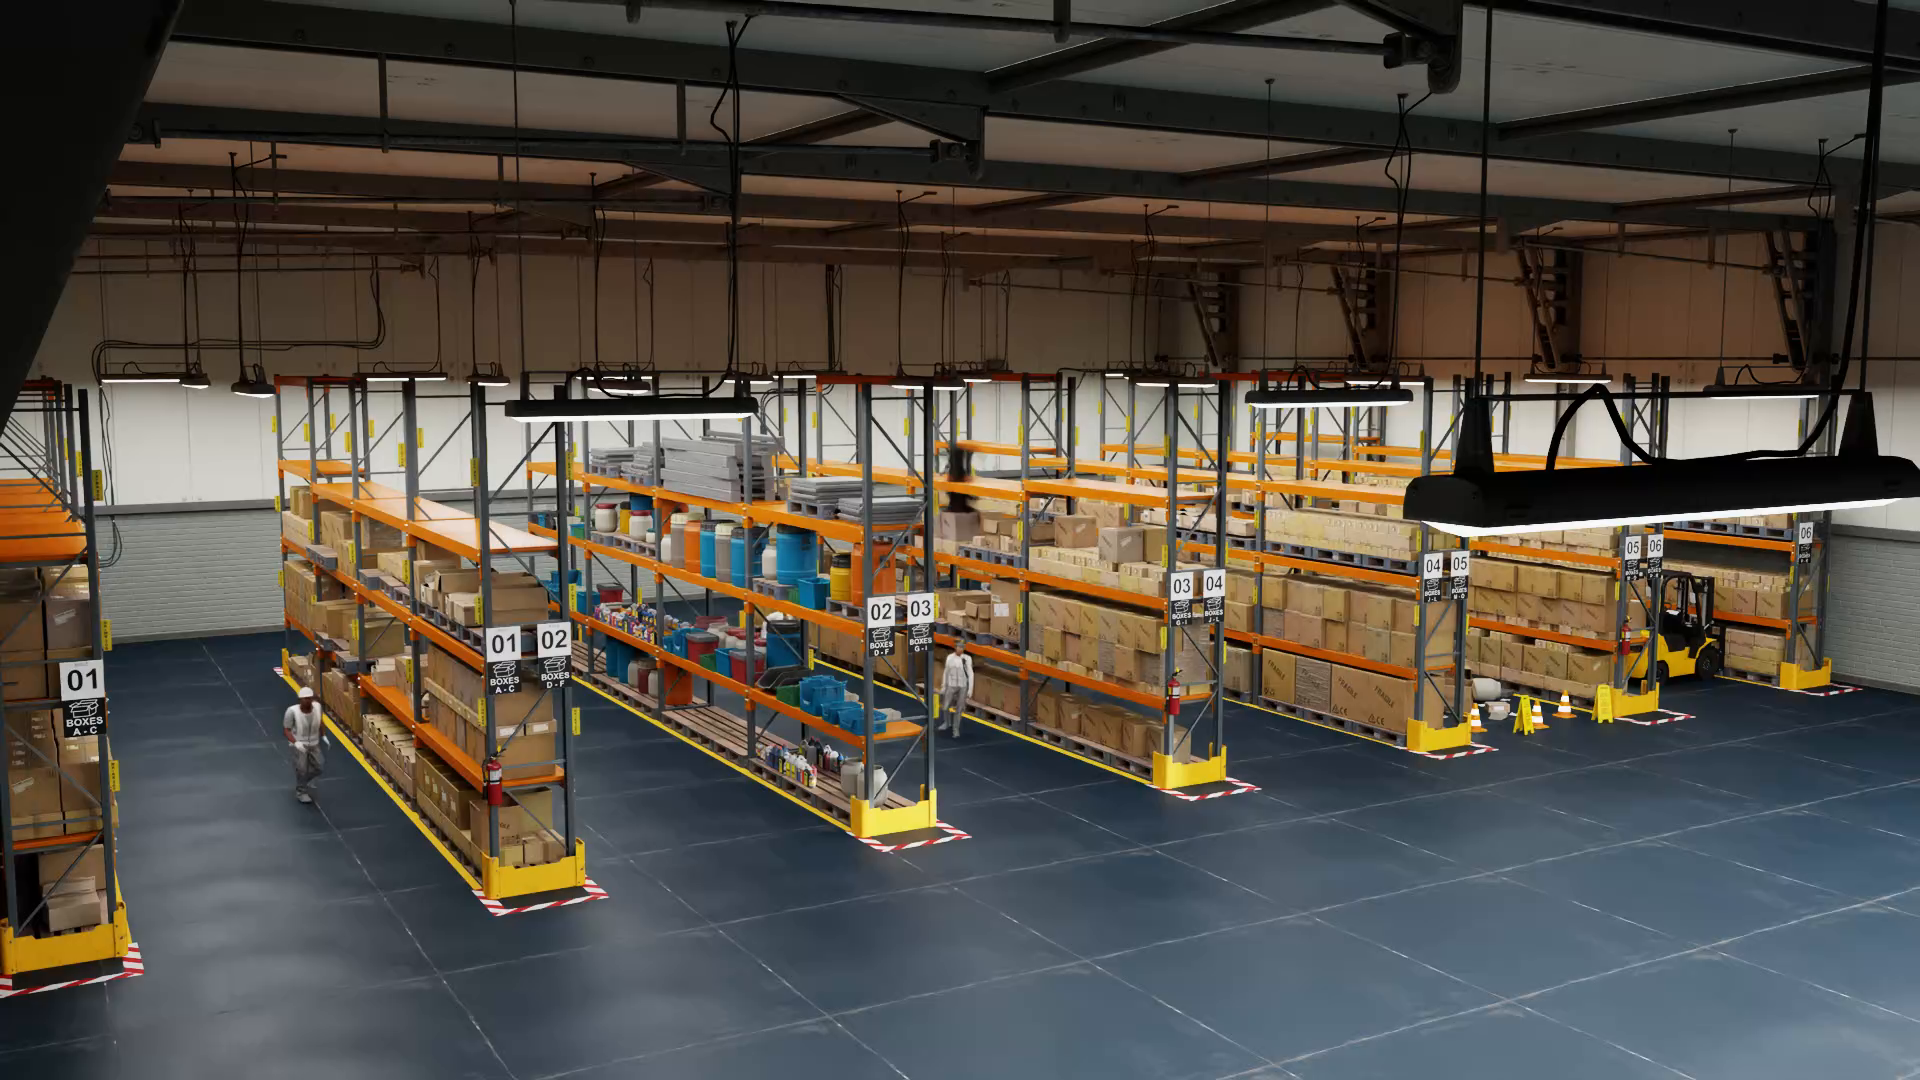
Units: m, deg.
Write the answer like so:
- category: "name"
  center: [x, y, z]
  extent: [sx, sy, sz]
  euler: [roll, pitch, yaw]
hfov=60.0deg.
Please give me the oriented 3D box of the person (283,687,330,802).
- category: "person"
  center: [-9.331, 2.899, 23.659]
  extent: [0.750, 1.703, 0.675]
  euler: [6, 8, 41]

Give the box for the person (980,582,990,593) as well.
- category: "person"
  center: [0.825, 0.899, 41.972]
  extent: [0.852, 1.741, 0.659]
  euler: [2, 7, 21]

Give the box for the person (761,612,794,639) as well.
- category: "person"
  center: [-3.502, 1.991, 31.967]
  extent: [0.709, 1.713, 0.714]
  euler: [6, 8, 42]

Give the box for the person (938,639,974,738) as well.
- category: "person"
  center: [-0.074, 2.474, 27.814]
  extent: [0.609, 1.700, 0.486]
  euler: [0, 6, 3]
